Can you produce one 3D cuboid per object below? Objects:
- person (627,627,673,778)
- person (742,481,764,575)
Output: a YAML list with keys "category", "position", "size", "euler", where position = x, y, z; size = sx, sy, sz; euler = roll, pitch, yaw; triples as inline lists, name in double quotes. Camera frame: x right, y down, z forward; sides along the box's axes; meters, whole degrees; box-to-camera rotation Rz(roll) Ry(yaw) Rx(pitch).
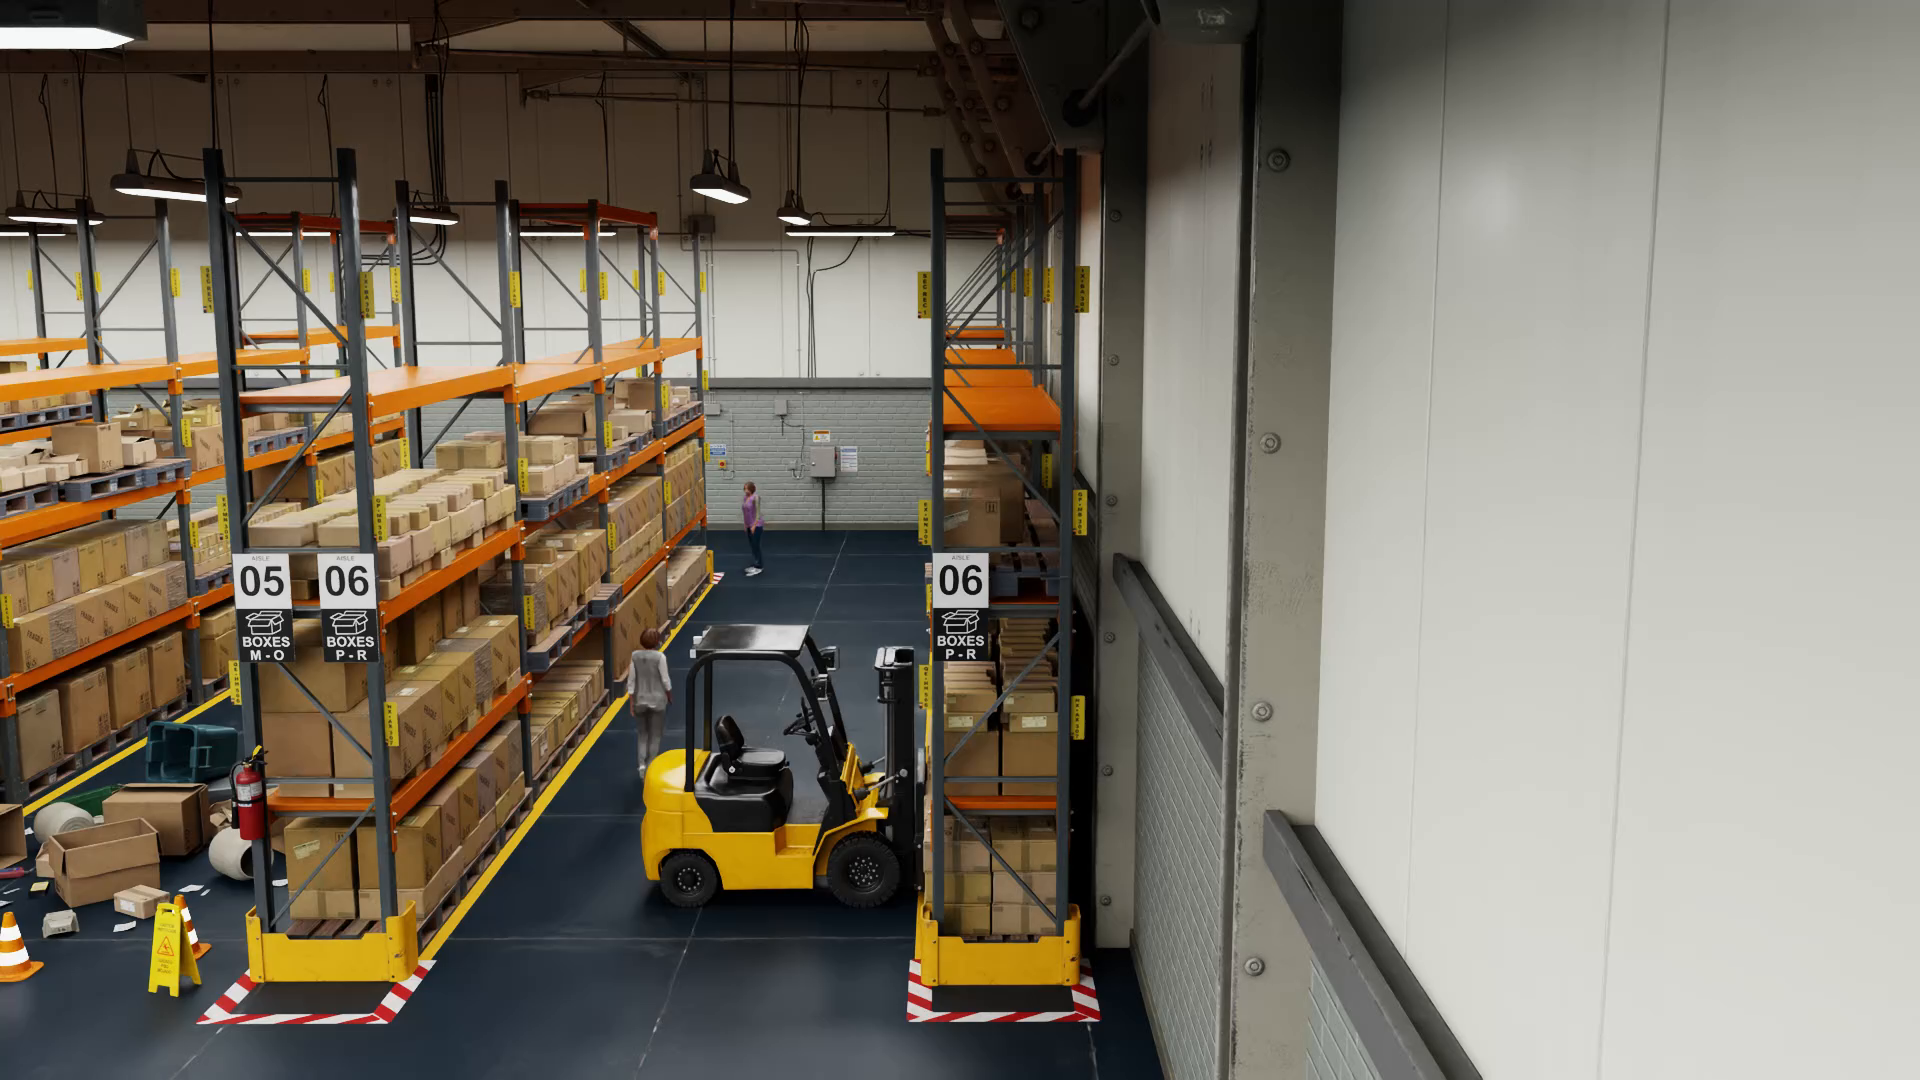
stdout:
- category: "person"
  position: [-3.154, 1.686, 16.897]
  size: [0.438, 1.613, 0.495]
  euler: [1, 9, 3]
- category: "person"
  position: [-3.601, -0.216, 28.784]
  size: [0.374, 1.609, 0.449]
  euler: [-8, 12, -39]
